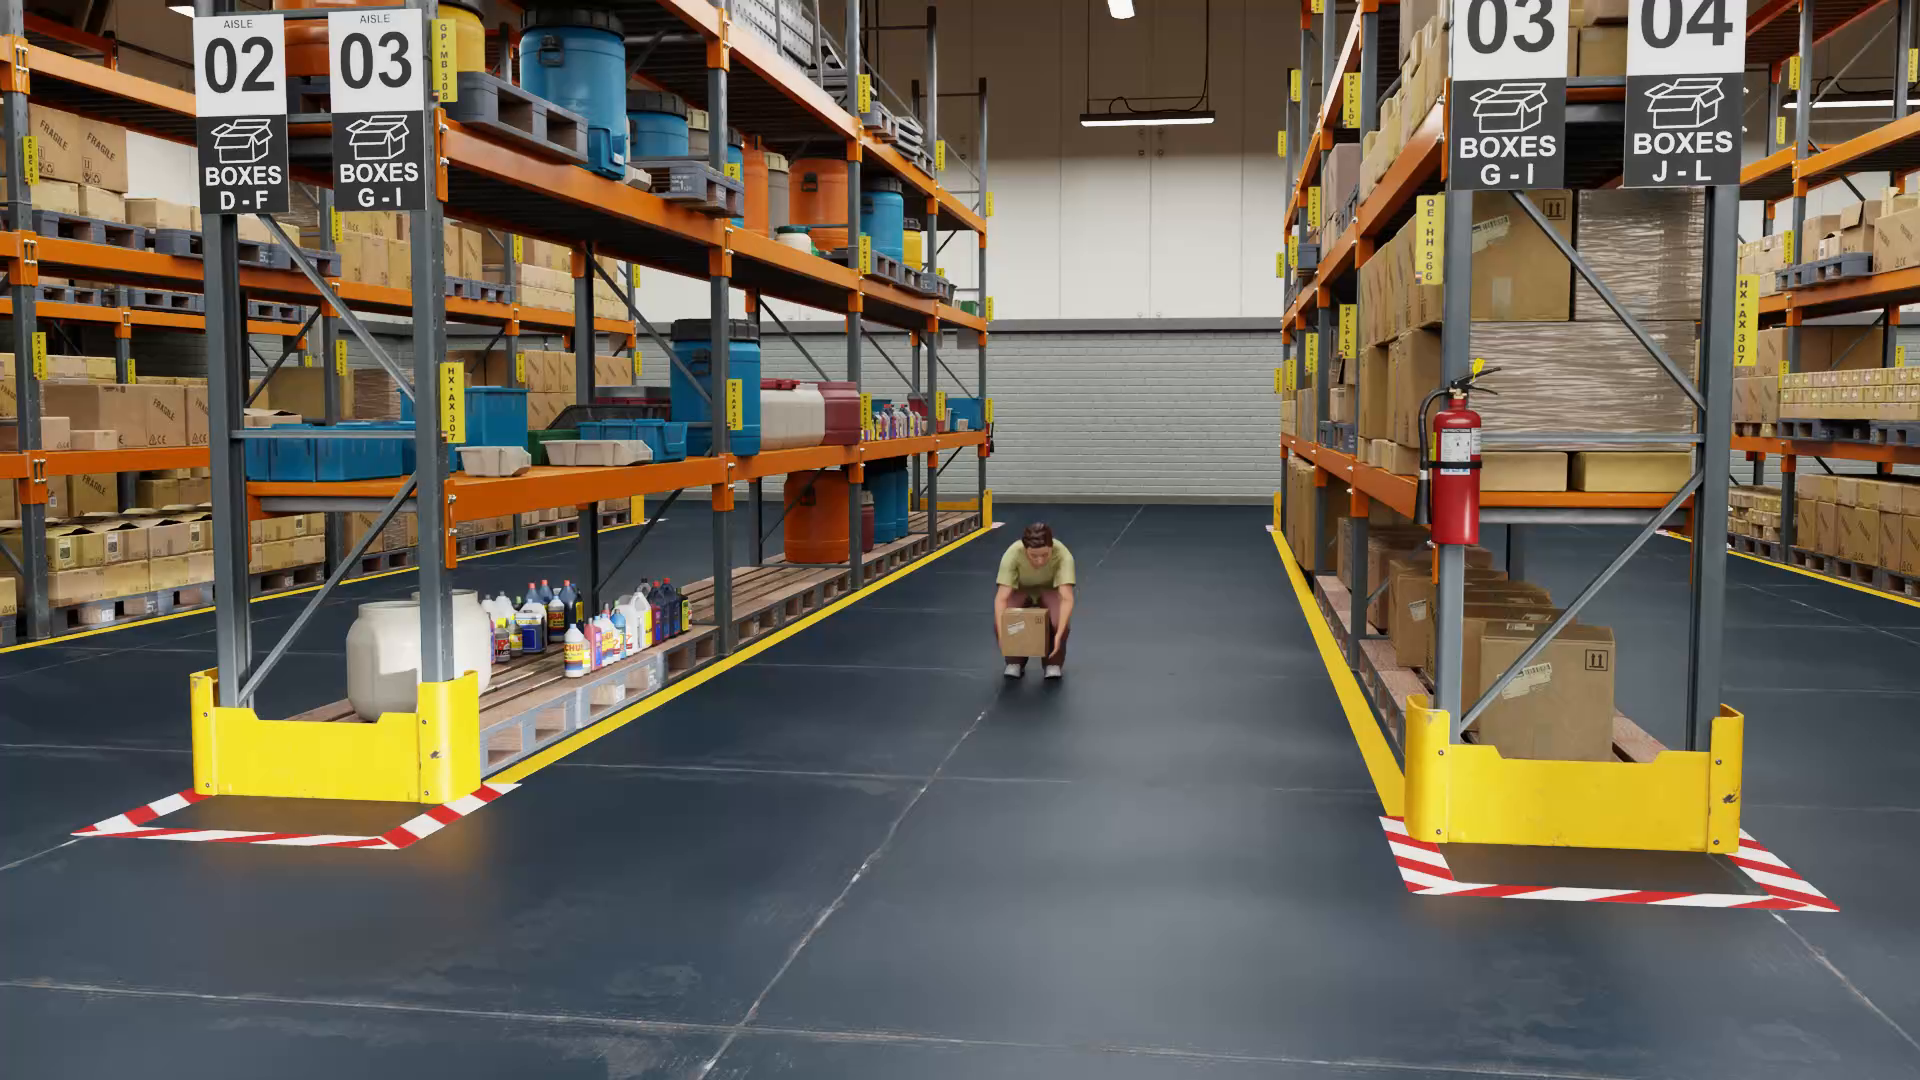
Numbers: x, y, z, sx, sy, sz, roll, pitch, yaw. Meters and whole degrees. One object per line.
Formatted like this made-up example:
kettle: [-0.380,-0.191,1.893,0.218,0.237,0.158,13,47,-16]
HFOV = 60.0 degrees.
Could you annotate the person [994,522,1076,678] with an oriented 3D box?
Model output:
person: [0.459,0.352,9.951,0.491,0.962,0.792,1,5,8]
